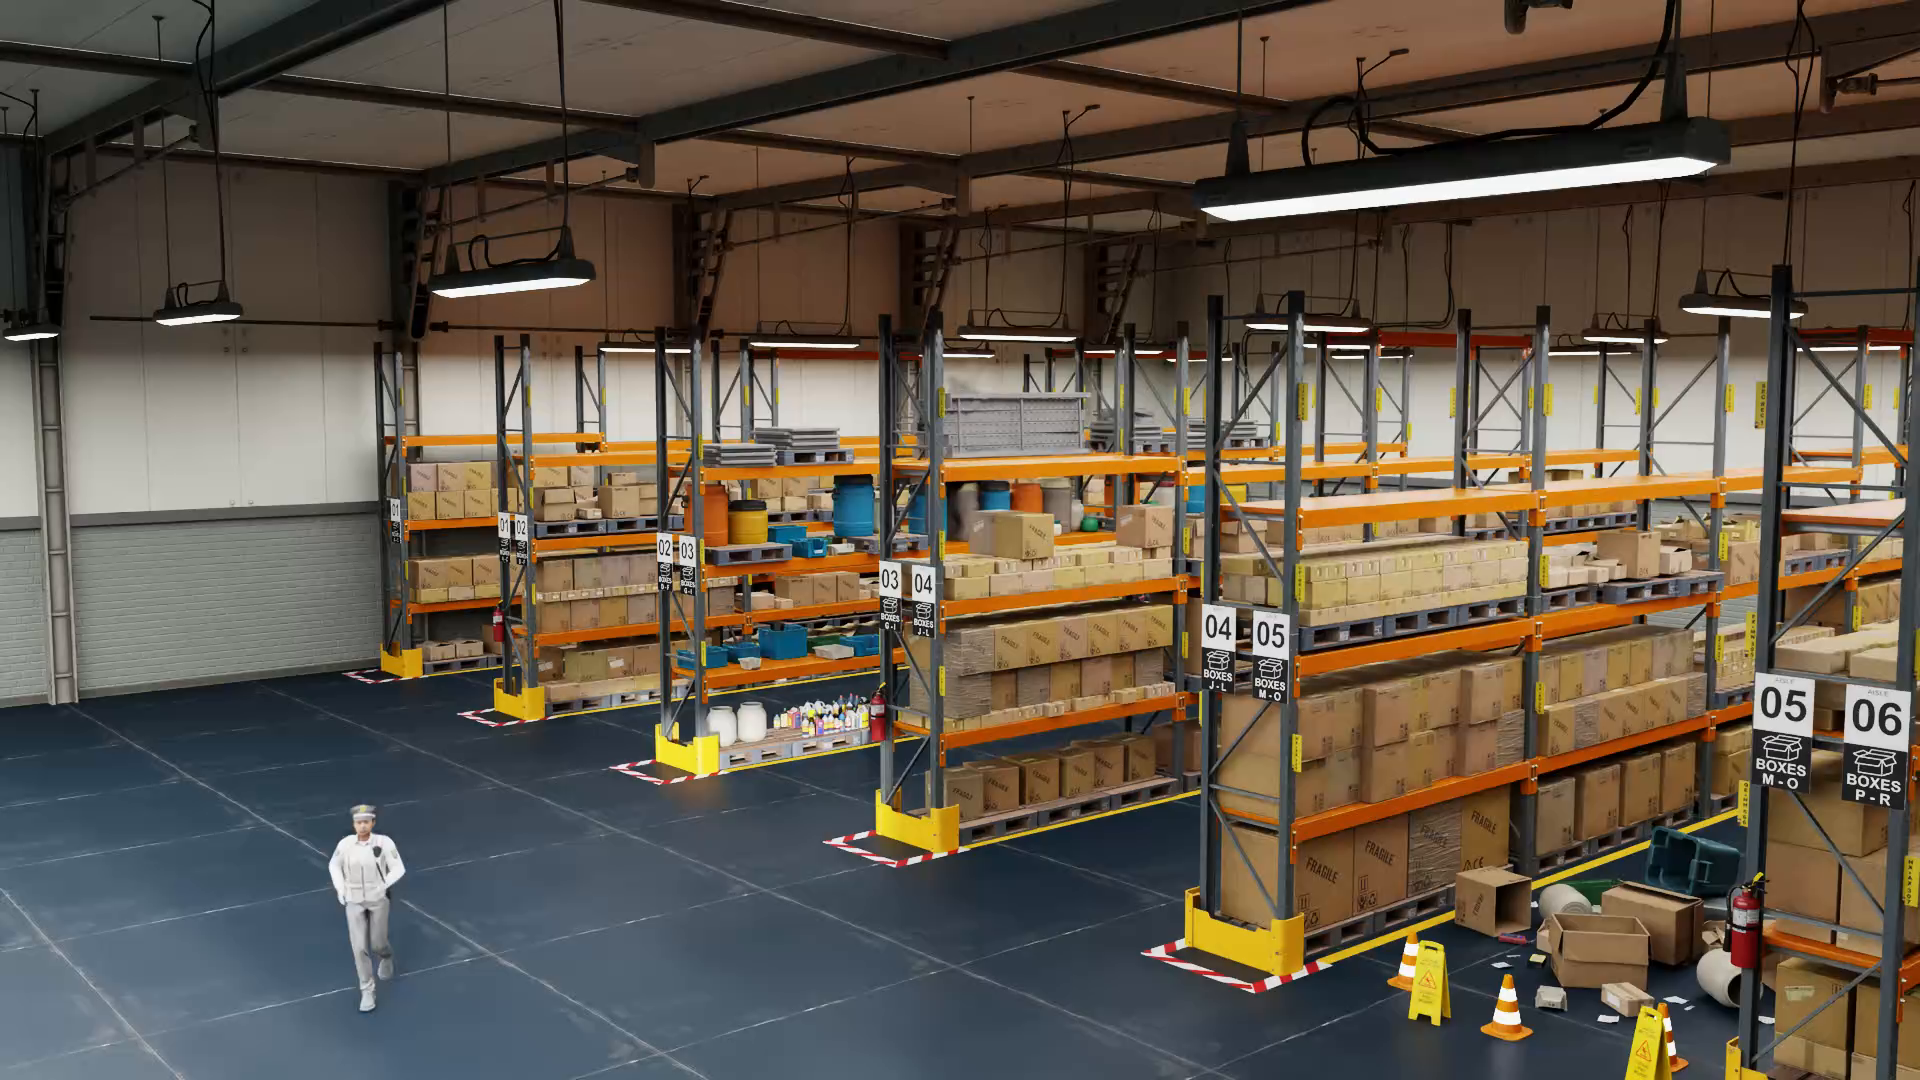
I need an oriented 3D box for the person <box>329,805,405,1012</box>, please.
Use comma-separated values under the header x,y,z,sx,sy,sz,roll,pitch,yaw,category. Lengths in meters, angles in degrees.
x,y,z,sx,sy,sz,roll,pitch,yaw,category
-5.016,3.049,14.040,0.617,1.677,0.728,-1,5,-12,person
